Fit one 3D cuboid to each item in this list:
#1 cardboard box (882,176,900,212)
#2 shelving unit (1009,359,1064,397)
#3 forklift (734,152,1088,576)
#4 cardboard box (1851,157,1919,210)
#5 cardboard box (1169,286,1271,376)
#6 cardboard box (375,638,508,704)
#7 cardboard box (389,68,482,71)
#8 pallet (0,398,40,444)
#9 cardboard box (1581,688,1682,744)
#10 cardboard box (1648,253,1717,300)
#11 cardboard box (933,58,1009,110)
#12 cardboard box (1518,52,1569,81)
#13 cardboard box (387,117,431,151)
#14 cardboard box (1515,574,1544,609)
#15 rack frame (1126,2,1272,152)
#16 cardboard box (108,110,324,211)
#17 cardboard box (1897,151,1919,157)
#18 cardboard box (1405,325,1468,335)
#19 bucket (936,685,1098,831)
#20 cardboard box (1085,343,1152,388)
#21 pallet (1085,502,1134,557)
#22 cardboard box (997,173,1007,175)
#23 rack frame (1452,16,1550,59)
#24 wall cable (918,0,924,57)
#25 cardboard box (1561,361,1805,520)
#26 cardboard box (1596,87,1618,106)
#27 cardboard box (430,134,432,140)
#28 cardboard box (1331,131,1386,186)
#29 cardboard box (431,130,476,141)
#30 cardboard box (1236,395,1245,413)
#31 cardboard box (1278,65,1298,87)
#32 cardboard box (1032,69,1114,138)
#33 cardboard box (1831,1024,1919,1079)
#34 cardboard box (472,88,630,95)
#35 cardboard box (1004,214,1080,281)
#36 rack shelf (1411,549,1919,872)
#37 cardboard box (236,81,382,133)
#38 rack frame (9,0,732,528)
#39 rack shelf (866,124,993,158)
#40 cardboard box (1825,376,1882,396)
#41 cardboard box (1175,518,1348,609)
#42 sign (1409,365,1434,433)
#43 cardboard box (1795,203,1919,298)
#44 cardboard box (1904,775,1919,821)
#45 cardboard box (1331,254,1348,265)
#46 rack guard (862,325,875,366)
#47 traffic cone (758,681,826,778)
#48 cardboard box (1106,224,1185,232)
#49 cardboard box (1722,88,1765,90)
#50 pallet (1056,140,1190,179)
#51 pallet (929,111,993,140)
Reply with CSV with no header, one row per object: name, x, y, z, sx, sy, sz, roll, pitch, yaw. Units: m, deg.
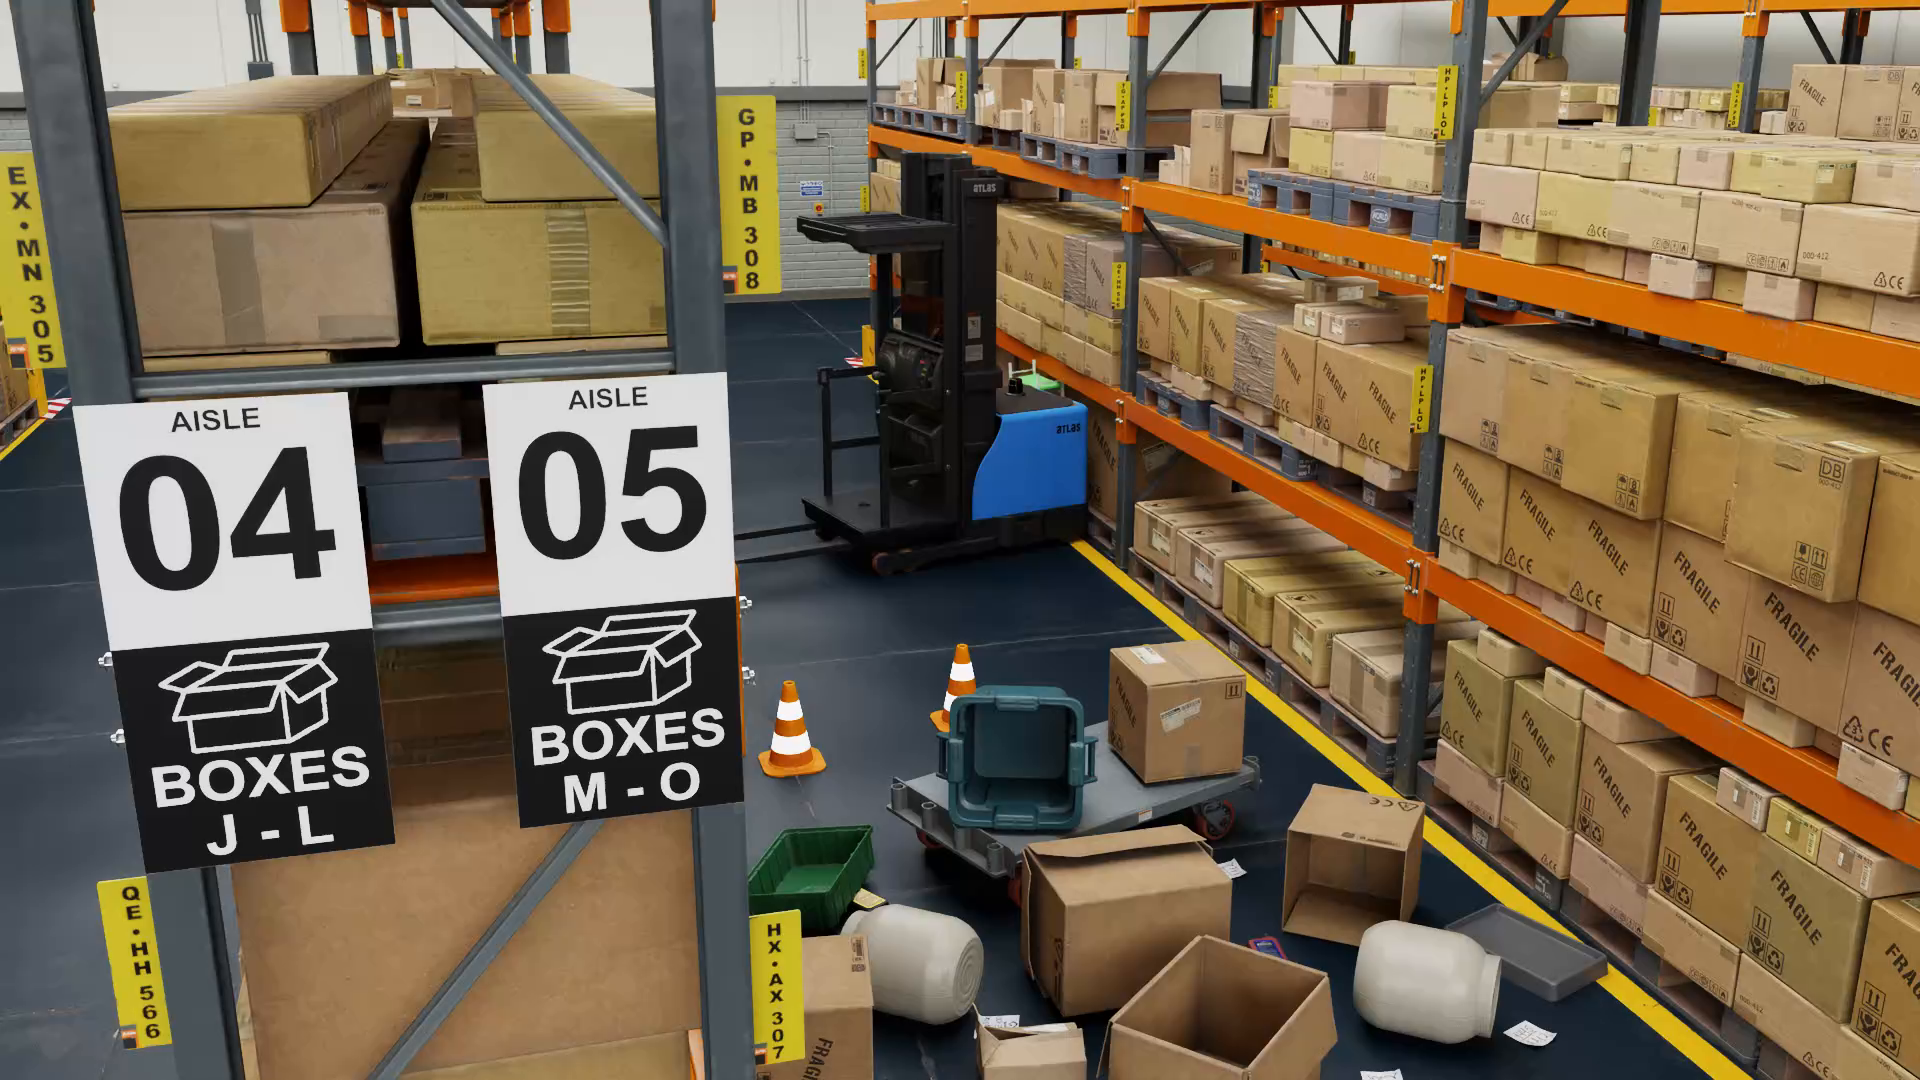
cardboard box,-0.547,-3.713,18.187,0.500,0.500,0.500,-5,17,-17
shelving unit,0.635,-0.833,13.632,0.258,1.200,0.503,-10,20,-23
forklift,-0.548,-1.317,12.241,3.031,2.935,1.130,-9,19,-28
cardboard box,3.217,-1.187,5.526,0.380,0.149,0.250,-5,17,-17
cardboard box,1.696,-1.376,10.899,0.500,0.500,0.500,-4,17,-12
cardboard box,-1.193,0.522,3.864,0.875,0.550,0.550,-5,17,-15
cardboard box,-4.188,-3.530,13.373,0.700,0.500,0.500,-5,17,-15
pallet,-9.787,-1.150,16.413,1.003,0.211,1.213,-5,17,-15
cardboard box,2.843,0.721,6.955,0.380,0.149,0.250,-4,17,-12
cardboard box,2.864,-1.012,6.329,0.380,0.149,0.250,-5,17,-16
cardboard box,0.144,-4.483,16.365,0.797,0.503,0.637,-3,17,-11
cardboard box,5.571,-4.527,15.892,0.396,0.266,0.258,-5,17,-15
cardboard box,-2.123,-1.344,5.839,0.500,0.250,0.500,-5,17,-15
cardboard box,2.744,0.205,7.492,0.380,0.149,0.250,-5,17,-16
rack frame,1.645,-4.144,11.106,1.000,3.000,0.127,-5,17,-15
cardboard box,-1.307,-0.652,2.843,0.380,0.149,0.250,-5,17,-15
cardboard box,3.554,-1.294,5.883,0.380,0.149,0.250,-4,17,-14
cardboard box,2.630,-0.985,9.596,0.500,0.500,0.500,-5,17,-16
bucket,0.266,0.950,7.624,0.726,0.611,0.620,1,7,4
cardboard box,1.256,-1.319,12.388,0.500,0.250,0.500,-5,18,-17
pallet,1.500,-0.160,13.116,1.003,0.211,1.213,-5,17,-15
cardboard box,0.457,-3.609,16.714,0.380,0.149,0.250,-5,17,-17
rack frame,5.317,-5.644,16.100,1.000,3.000,0.127,-5,17,-15
wall cable,-1.664,-7.967,23.833,2.355,3.000,0.029,-5,17,-15
cardboard box,2.888,-0.411,6.677,0.700,0.500,0.500,-5,17,-16
cardboard box,5.681,-3.793,14.203,0.380,0.149,0.250,-5,17,-15
cardboard box,-2.539,-1.683,7.485,0.500,0.250,0.500,-5,17,-16
cardboard box,2.310,-2.021,8.783,0.500,0.250,0.500,-4,17,-15
cardboard box,-1.331,-1.107,5.050,0.500,0.250,0.500,-5,17,-16
cardboard box,1.944,-0.874,10.354,0.380,0.149,0.250,-4,17,-13
cardboard box,4.098,-5.481,19.647,0.500,0.250,0.500,-5,17,-16
cardboard box,0.881,-3.421,13.010,0.500,0.500,0.500,-5,17,-15
cardboard box,3.356,1.849,5.634,0.500,0.250,0.500,-5,17,-16
cardboard box,-1.022,-1.055,4.184,0.380,0.149,0.250,-5,17,-16
cardboard box,0.692,-2.482,14.090,0.500,0.500,0.500,-5,17,-17
rack shelf,3.294,0.733,6.548,1.077,0.370,4.000,-5,17,-15
cardboard box,-1.932,-1.283,4.942,0.380,0.149,0.250,-5,17,-15
rack frame,-0.888,-1.512,2.344,1.000,3.000,0.127,-5,17,-15
rack shelf,-0.004,-4.023,17.167,1.077,0.370,4.000,-5,17,-15
cardboard box,6.585,-1.169,11.891,0.500,0.250,0.500,-5,18,-17
cardboard box,2.001,0.147,11.087,0.950,0.372,0.625,-5,17,-16
sign,2.211,-0.674,7.970,0.100,0.325,0.005,-5,17,-15
cardboard box,3.159,-0.968,5.490,0.500,0.250,0.500,-4,17,-14
cardboard box,3.309,0.842,5.373,0.380,0.149,0.250,-5,17,-16
cardboard box,4.442,-3.213,18.871,0.380,0.149,0.250,-4,17,-14
rack guard,-0.560,-2.293,19.718,1.175,0.500,0.348,-5,17,-15
traffic cone,-0.904,0.979,8.887,0.336,0.463,0.334,-5,17,-15
cardboard box,1.471,-2.234,13.265,0.500,0.500,0.500,-4,17,-14
cardboard box,6.470,-3.627,13.649,0.380,0.149,0.250,-5,17,-15
pallet,1.417,-2.791,12.144,1.213,0.211,1.003,-4,17,-13
pallet,0.331,-3.999,15.990,1.003,0.211,1.213,-5,17,-15
